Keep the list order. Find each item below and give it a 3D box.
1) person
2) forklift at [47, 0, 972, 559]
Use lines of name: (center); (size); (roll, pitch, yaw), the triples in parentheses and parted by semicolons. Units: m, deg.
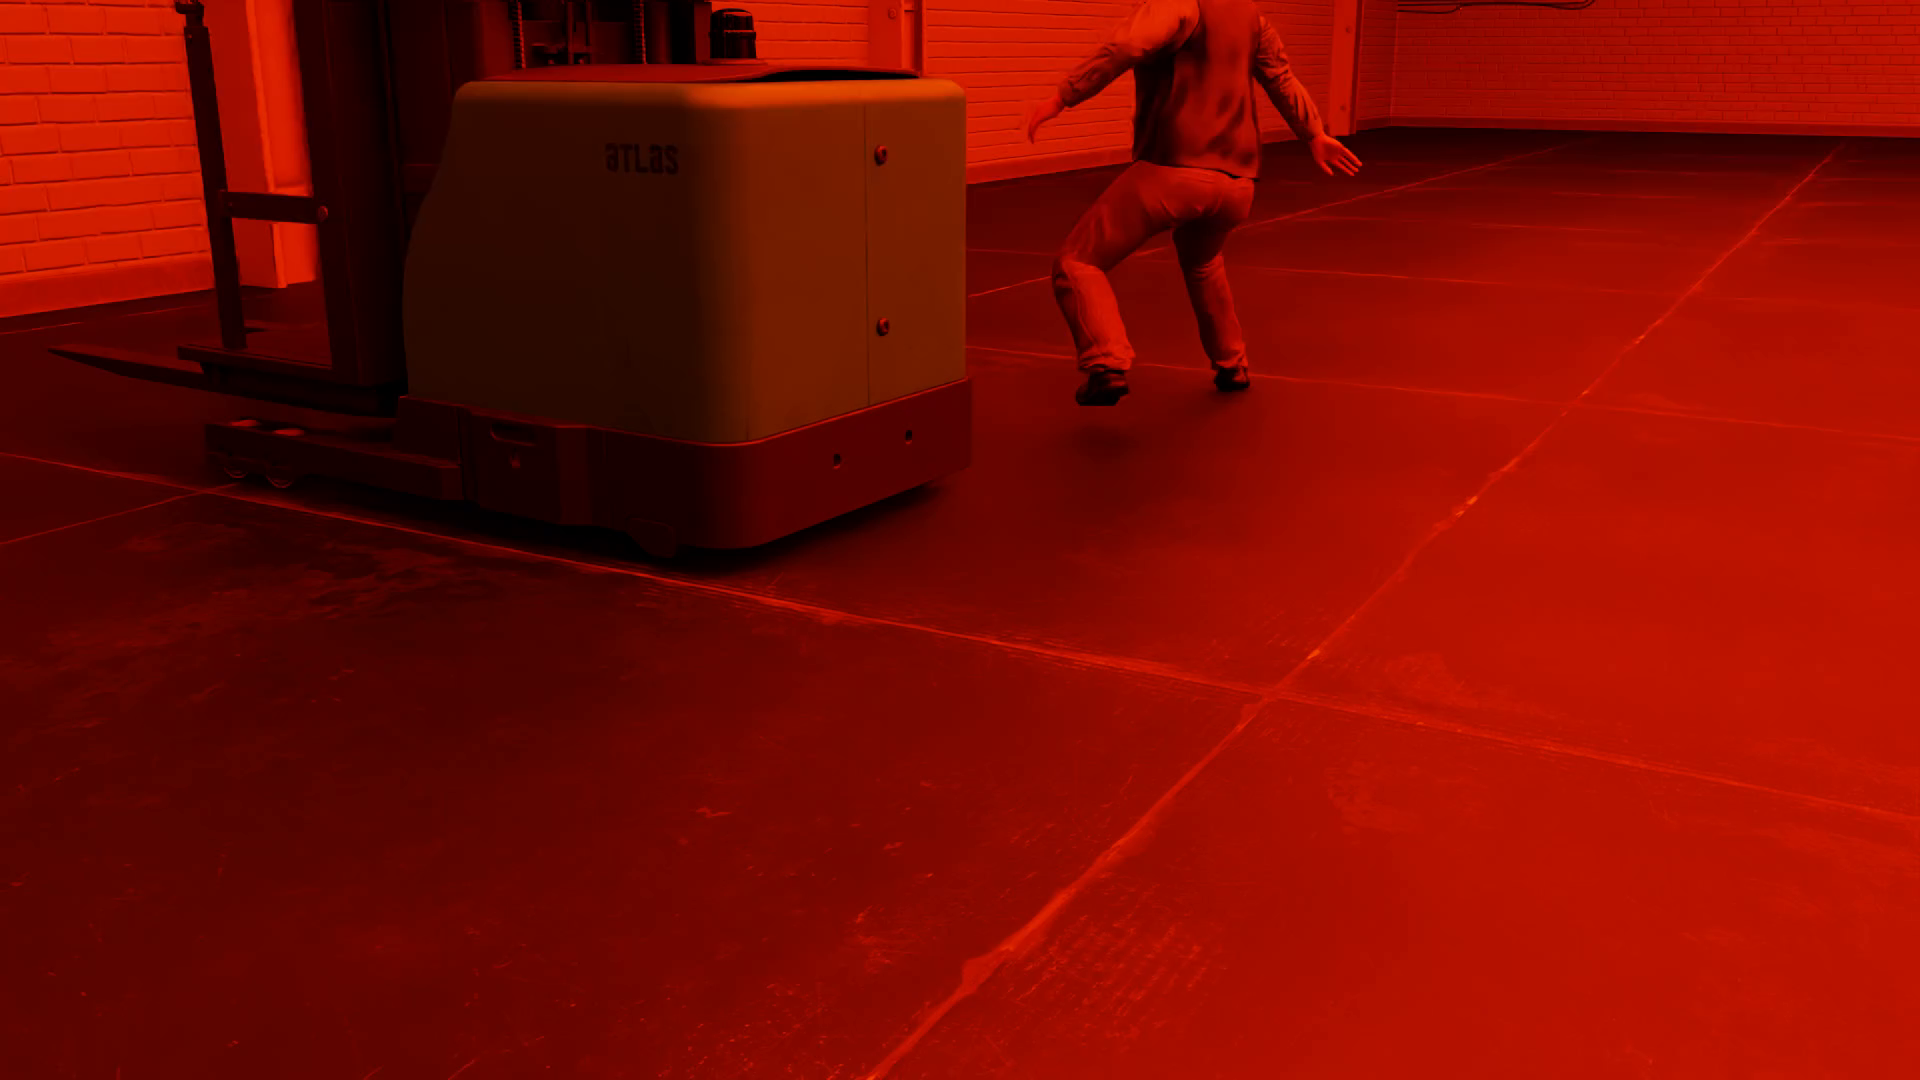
person: (0.753, -1.165, 5.378); (1.158, 1.643, 0.532); (-12, 20, -36)
forklift: (-1.486, -1.659, 4.486); (3.031, 2.935, 1.130); (10, 19, 31)
